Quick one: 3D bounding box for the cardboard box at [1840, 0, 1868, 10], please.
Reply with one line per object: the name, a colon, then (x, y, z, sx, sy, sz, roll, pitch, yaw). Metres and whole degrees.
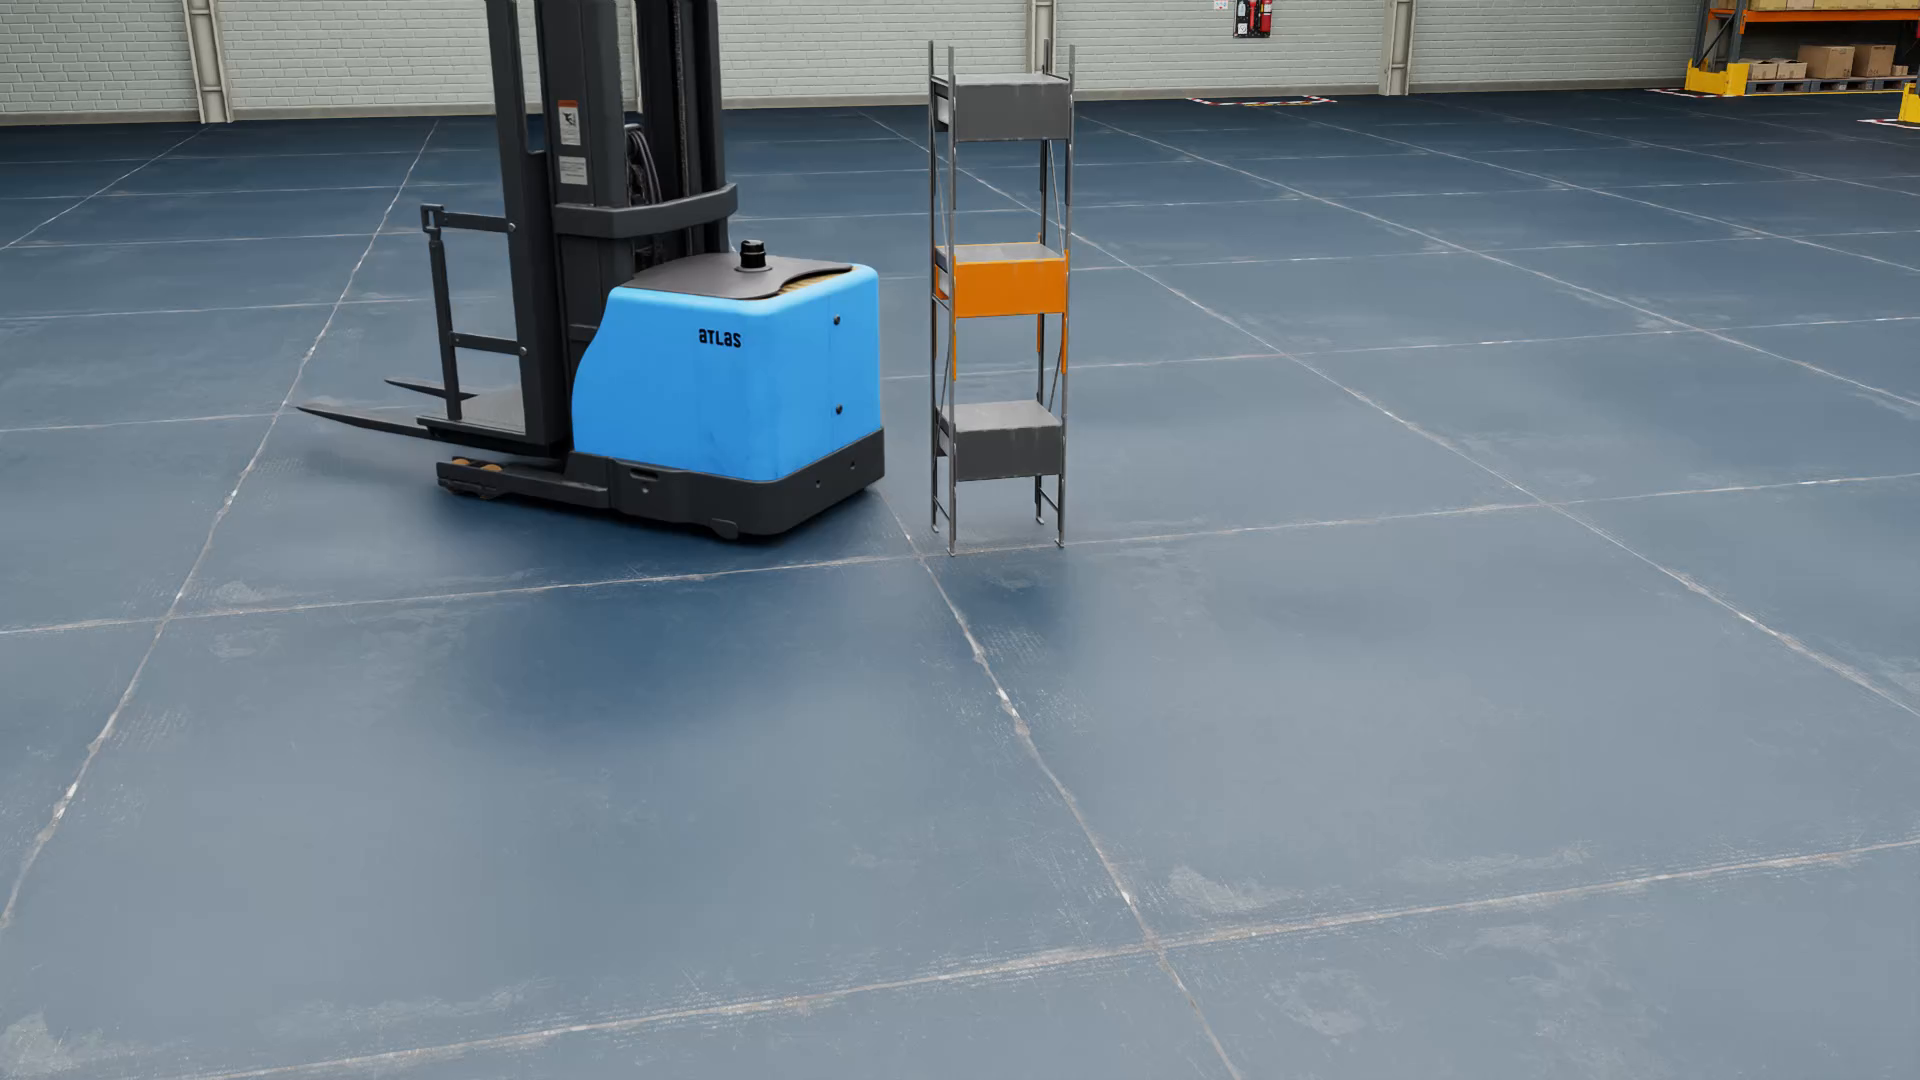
cardboard box: (14.489, -8.835, 27.260, 0.500, 0.250, 0.500, -4, 21, -12)

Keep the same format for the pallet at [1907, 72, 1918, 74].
pallet: (17.099, -7.909, 28.599, 1.213, 0.211, 1.003, -5, 21, -12)

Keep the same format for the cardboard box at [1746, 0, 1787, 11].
cardboard box: (12.997, -8.711, 26.923, 0.500, 0.250, 0.500, -5, 21, -14)

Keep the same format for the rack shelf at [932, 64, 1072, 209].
rack shelf: (0.161, -1.644, 6.753, 0.480, 0.518, 0.431, -5, 21, -12)

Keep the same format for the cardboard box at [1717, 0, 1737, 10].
cardboard box: (12.859, -8.881, 27.386, 0.500, 0.250, 0.500, -4, 21, -12)

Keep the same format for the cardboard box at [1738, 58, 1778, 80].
cardboard box: (13.143, -7.809, 27.540, 0.500, 0.311, 0.500, -7, 21, -19)

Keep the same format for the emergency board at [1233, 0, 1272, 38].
emergency board: (4.679, -8.527, 26.232, 0.643, 1.169, 0.194, -5, 21, -12)

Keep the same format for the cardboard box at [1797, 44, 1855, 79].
cardboard box: (14.423, -7.984, 27.743, 0.500, 0.500, 0.700, -6, 21, -16)

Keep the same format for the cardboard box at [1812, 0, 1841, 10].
cardboard box: (13.996, -8.795, 27.153, 0.500, 0.250, 0.500, -5, 21, -13)

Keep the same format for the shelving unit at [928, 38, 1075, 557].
shelving unit: (0.161, -0.999, 6.989, 0.503, 2.100, 0.431, -5, 21, -12)

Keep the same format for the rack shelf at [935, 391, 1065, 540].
rack shelf: (0.161, -0.329, 7.235, 0.480, 0.518, 0.431, -5, 21, -12)

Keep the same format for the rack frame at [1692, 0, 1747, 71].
rack frame: (12.449, -8.840, 27.086, 0.127, 3.000, 1.000, -5, 21, -12)

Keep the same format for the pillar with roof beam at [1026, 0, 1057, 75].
pillar with roof beam: (2.244, -9.611, 20.469, 0.400, 9.000, 9.100, -5, 21, -12)

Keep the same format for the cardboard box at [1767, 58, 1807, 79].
cardboard box: (13.698, -7.854, 27.663, 0.500, 0.311, 0.500, -3, 20, -8)

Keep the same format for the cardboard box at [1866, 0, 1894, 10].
cardboard box: (14.978, -8.875, 27.370, 0.500, 0.250, 0.500, -5, 21, -13)

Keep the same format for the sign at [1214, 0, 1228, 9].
sign: (4.117, -8.535, 26.200, 0.234, 0.329, 0.001, -5, 21, -12)

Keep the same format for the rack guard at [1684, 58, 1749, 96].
rack guard: (12.523, -7.672, 27.532, 0.348, 0.500, 1.175, -5, 21, -12)

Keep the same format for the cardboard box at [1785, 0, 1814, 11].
cardboard box: (13.499, -8.757, 27.049, 0.500, 0.250, 0.500, -5, 21, -14)

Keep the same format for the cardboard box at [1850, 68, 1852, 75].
cardboard box: (14.781, -7.905, 28.037, 0.250, 0.149, 0.380, -6, 21, -17)

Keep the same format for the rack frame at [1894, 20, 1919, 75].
rack frame: (16.342, -9.156, 27.950, 0.127, 3.000, 1.000, -5, 21, -12)

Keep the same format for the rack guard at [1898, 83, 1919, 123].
rack guard: (13.569, -6.006, 22.985, 0.348, 0.500, 1.175, -5, 21, -12)

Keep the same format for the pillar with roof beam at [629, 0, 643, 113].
pillar with roof beam: (-3.595, -9.136, 19.172, 0.400, 9.000, 9.100, -5, 21, -12)

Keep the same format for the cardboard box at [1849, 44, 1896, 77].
cardboard box: (15.341, -8.094, 28.043, 0.500, 0.500, 0.500, -6, 21, -17)

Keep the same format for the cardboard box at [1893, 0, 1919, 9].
cardboard box: (15.464, -8.920, 27.493, 0.500, 0.250, 0.500, -5, 21, -12)

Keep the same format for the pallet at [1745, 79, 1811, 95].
pallet: (13.322, -7.589, 27.725, 1.213, 0.211, 1.003, -5, 21, -12)

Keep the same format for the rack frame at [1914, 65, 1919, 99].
rack frame: (13.593, -7.182, 22.560, 0.127, 3.000, 1.000, -5, 21, -12)

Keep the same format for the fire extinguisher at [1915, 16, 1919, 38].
fire extinguisher: (13.371, -7.292, 22.972, 0.183, 0.674, 0.296, -5, 21, -12)

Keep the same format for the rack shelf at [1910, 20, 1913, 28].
rack shelf: (18.288, -8.977, 28.506, 4.000, 0.370, 1.077, -5, 21, -12)

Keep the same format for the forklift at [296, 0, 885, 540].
forklift: (-1.910, -1.714, 7.732, 3.031, 2.935, 1.130, 10, 22, 25)

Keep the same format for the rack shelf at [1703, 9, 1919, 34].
rack shelf: (14.396, -8.660, 27.642, 4.000, 0.370, 1.077, -5, 21, -12)

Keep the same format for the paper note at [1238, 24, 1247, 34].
paper note: (4.491, -8.123, 26.408, 0.142, 0.148, 0.016, -5, 21, -12)

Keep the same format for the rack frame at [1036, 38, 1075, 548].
rack frame: (0.399, -1.018, 7.042, 0.015, 2.100, 0.400, -5, 21, -12)

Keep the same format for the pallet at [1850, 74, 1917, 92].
pallet: (15.696, -7.782, 28.252, 1.213, 0.211, 1.003, -5, 21, -12)

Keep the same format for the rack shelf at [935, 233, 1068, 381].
rack shelf: (0.161, -0.986, 6.994, 0.480, 0.518, 0.431, -5, 21, -12)

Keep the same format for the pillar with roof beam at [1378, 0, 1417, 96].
pillar with roof beam: (8.083, -10.086, 21.765, 0.400, 9.000, 9.100, -5, 21, -12)

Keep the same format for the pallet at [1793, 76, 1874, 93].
pallet: (14.507, -7.684, 27.985, 1.213, 0.211, 1.003, -5, 21, -12)

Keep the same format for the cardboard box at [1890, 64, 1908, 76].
cardboard box: (15.828, -7.980, 28.219, 0.250, 0.166, 0.380, -7, 21, -20)

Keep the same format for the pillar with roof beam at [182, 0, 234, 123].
pillar with roof beam: (-9.434, -8.661, 17.876, 0.400, 9.000, 9.100, -5, 21, -12)

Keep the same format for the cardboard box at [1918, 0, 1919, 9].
cardboard box: (15.951, -8.956, 27.593, 0.500, 0.250, 0.500, -5, 21, -12)

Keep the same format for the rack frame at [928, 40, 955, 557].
rack frame: (-0.076, -0.980, 6.936, 0.015, 2.100, 0.400, -5, 21, -12)

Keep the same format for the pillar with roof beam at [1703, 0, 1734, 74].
pillar with roof beam: (13.922, -10.561, 23.062, 0.400, 9.000, 9.100, -5, 21, -12)
